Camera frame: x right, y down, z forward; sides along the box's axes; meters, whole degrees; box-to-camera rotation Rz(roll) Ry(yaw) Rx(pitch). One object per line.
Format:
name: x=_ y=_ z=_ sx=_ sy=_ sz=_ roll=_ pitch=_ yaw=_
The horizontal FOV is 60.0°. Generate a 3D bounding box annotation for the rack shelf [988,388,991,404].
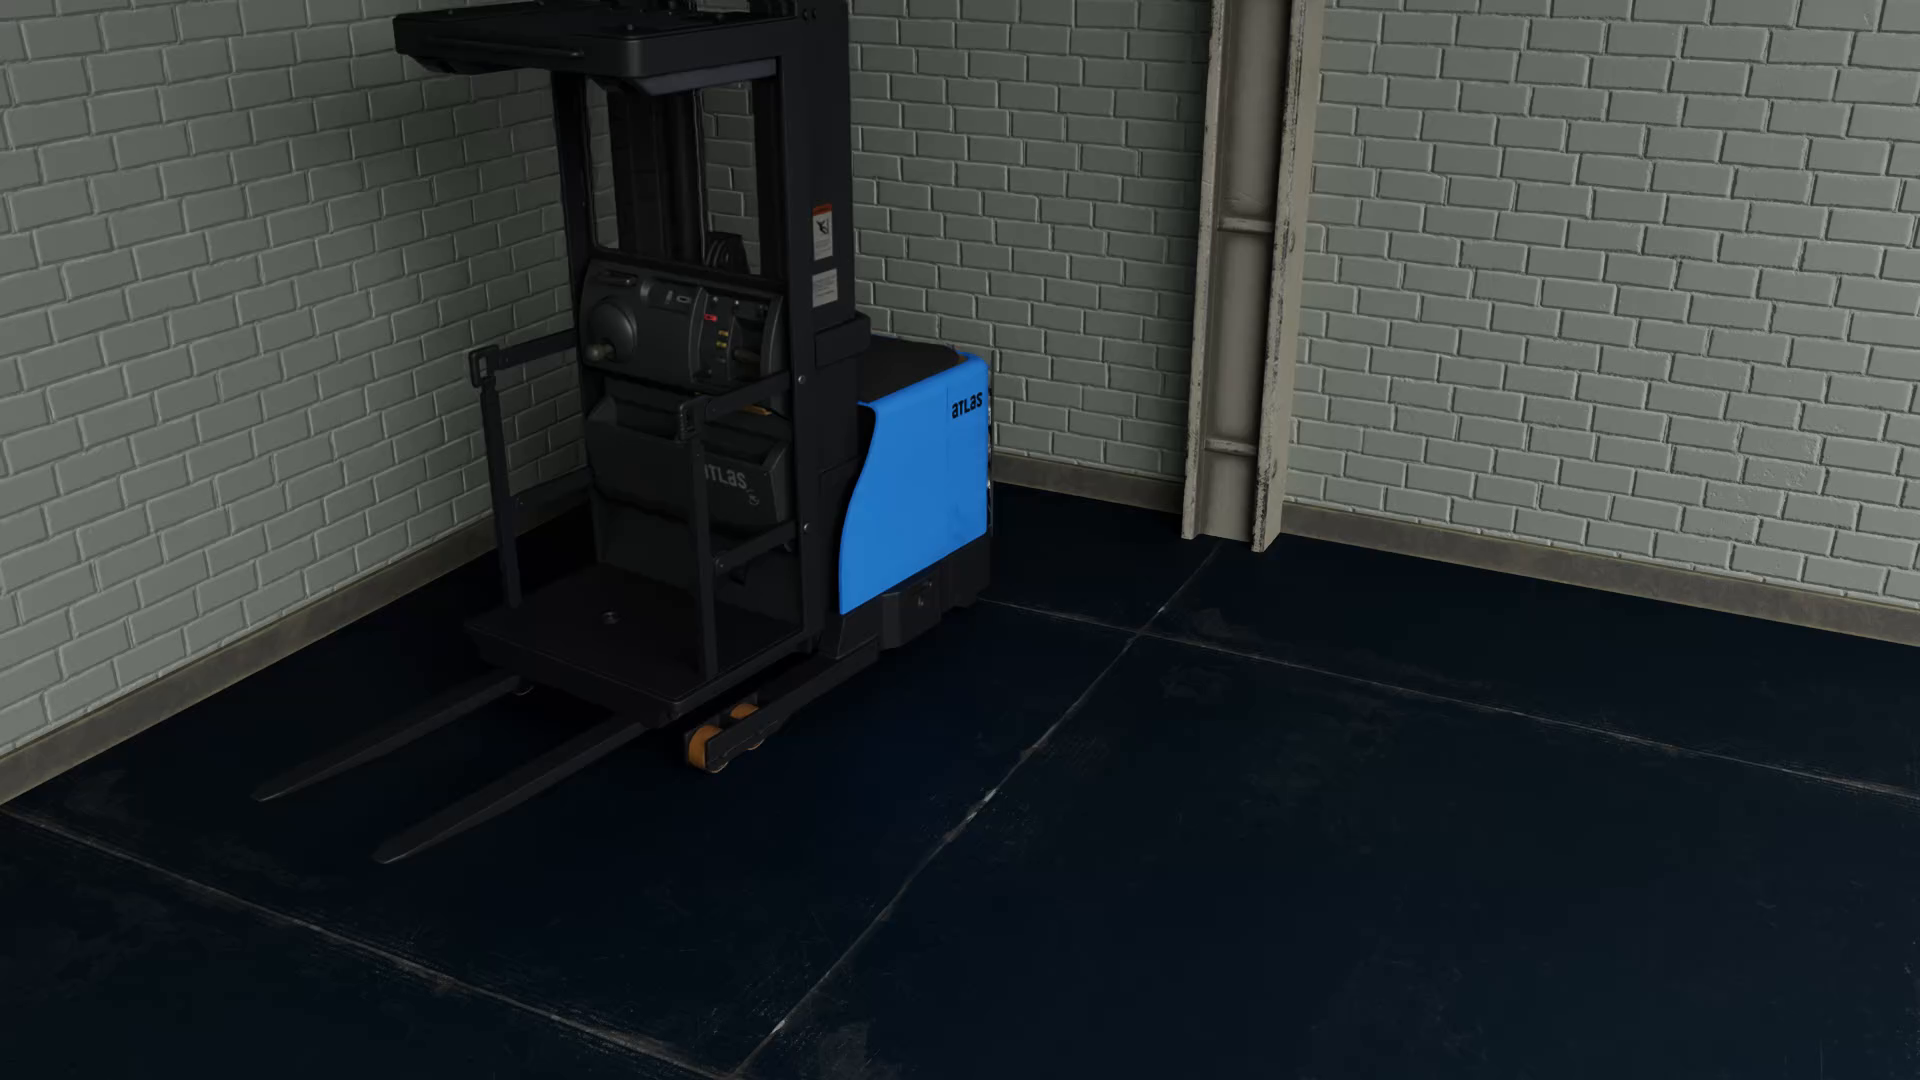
rack shelf: x=0.007 y=-0.630 z=7.478 sx=0.200 sy=0.077 sz=0.258 roll=11 pitch=25 yaw=25

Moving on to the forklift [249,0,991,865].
forklift: x=-1.121 y=-0.746 z=5.758 sx=1.130 sy=2.935 sz=3.031 roll=15 pitch=27 yaw=32

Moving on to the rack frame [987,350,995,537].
rack frame: x=0.098 y=-0.395 z=7.528 sx=0.006 sy=0.900 sz=0.240 roll=11 pitch=25 yaw=25

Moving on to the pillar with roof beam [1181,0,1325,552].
pillar with roof beam: x=-0.666 y=-2.668 z=2.526 sx=0.400 sy=9.000 sz=9.100 roll=11 pitch=25 yaw=25

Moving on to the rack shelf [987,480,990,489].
rack shelf: x=0.007 y=-0.216 z=7.654 sx=0.200 sy=0.077 sz=0.258 roll=11 pitch=25 yaw=25

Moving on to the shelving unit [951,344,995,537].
shelving unit: x=0.007 y=-0.413 z=7.571 sx=0.210 sy=0.900 sz=0.258 roll=11 pitch=25 yaw=25

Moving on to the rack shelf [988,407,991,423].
rack shelf: x=0.007 y=-0.548 z=7.513 sx=0.200 sy=0.077 sz=0.258 roll=11 pitch=25 yaw=25

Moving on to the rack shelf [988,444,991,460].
rack shelf: x=0.007 y=-0.382 z=7.584 sx=0.200 sy=0.077 sz=0.258 roll=11 pitch=25 yaw=25

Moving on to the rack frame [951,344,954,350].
rack frame: x=-0.083 y=-0.431 z=7.613 sx=0.006 sy=0.900 sz=0.240 roll=11 pitch=25 yaw=25

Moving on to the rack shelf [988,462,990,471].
rack shelf: x=0.007 y=-0.299 z=7.619 sx=0.200 sy=0.077 sz=0.258 roll=11 pitch=25 yaw=25

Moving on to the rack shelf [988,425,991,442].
rack shelf: x=0.007 y=-0.465 z=7.548 sx=0.200 sy=0.077 sz=0.258 roll=11 pitch=25 yaw=25
